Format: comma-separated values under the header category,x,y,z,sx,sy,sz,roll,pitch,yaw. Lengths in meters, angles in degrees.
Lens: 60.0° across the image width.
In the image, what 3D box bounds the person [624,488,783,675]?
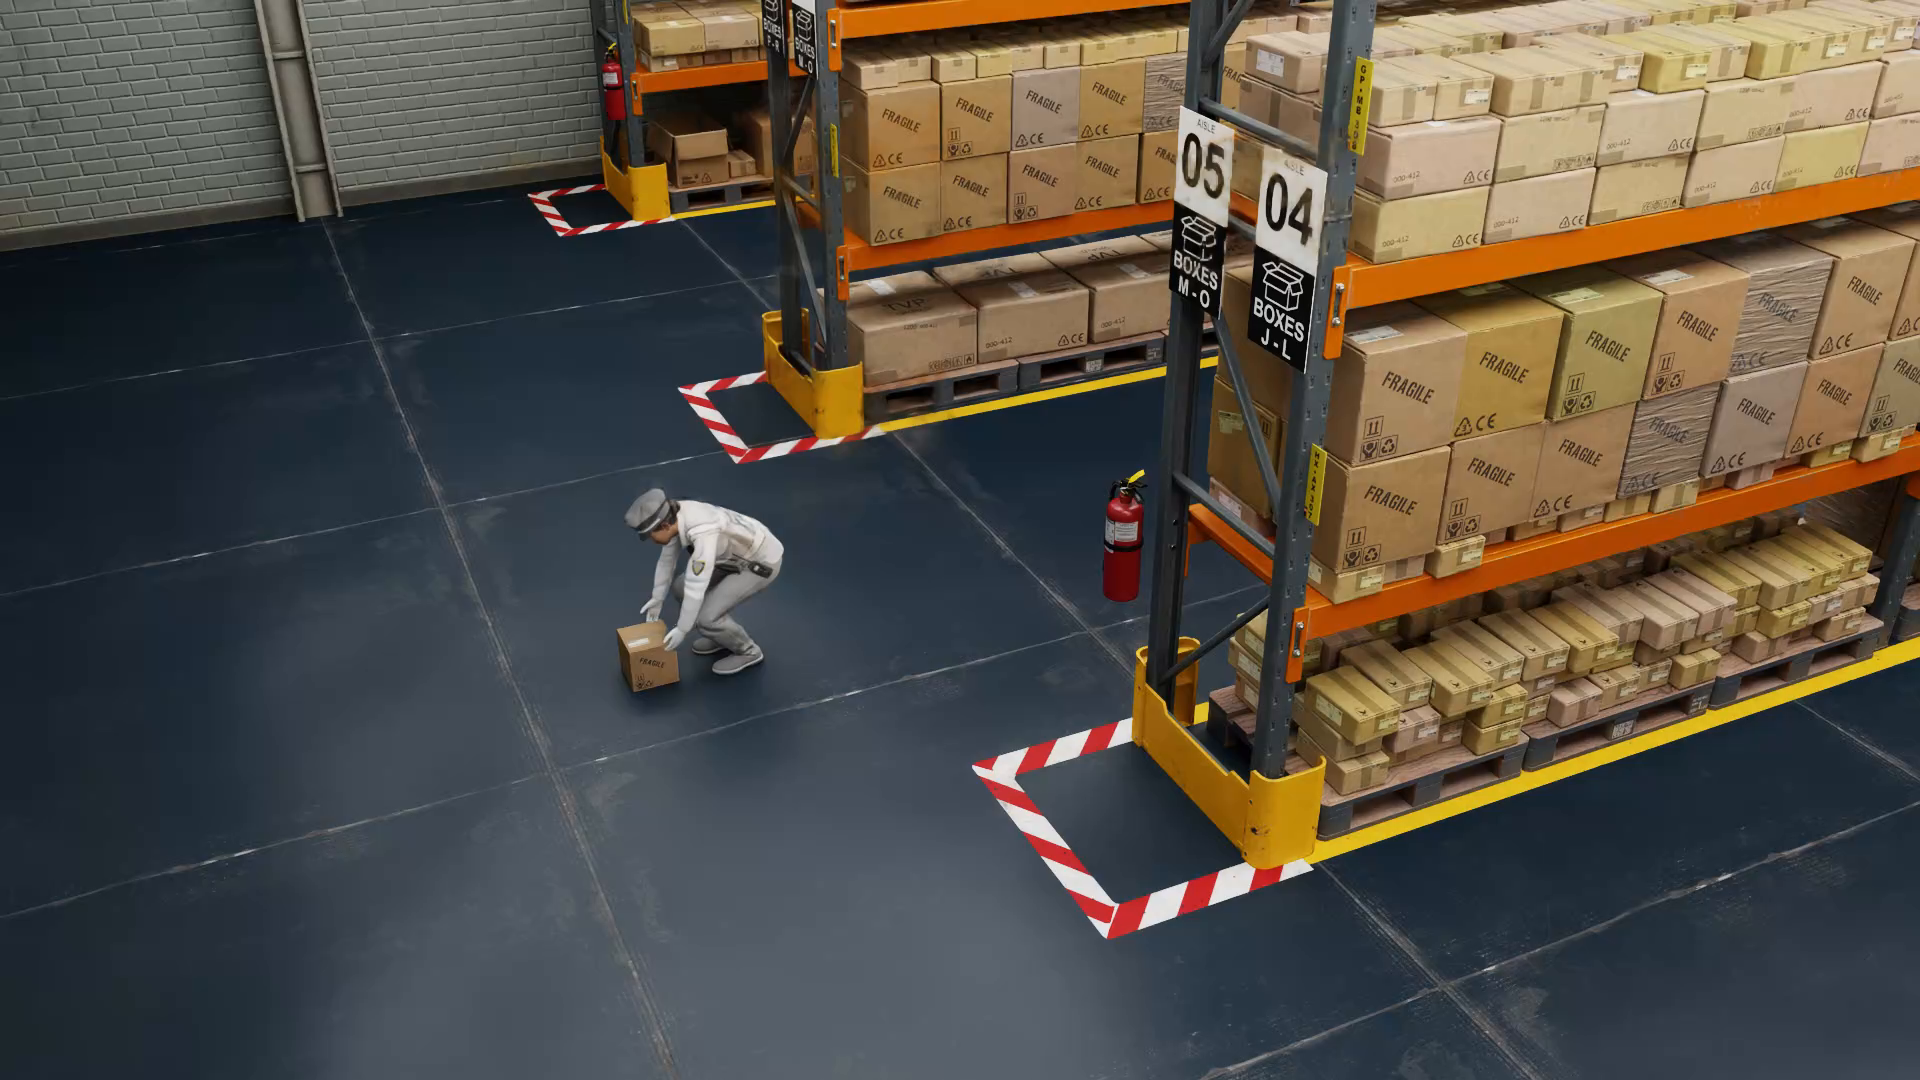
category,x,y,z,sx,sy,sz,roll,pitch,yaw
person,-1.317,0.187,8.692,0.820,1.101,0.510,-13,32,-22
